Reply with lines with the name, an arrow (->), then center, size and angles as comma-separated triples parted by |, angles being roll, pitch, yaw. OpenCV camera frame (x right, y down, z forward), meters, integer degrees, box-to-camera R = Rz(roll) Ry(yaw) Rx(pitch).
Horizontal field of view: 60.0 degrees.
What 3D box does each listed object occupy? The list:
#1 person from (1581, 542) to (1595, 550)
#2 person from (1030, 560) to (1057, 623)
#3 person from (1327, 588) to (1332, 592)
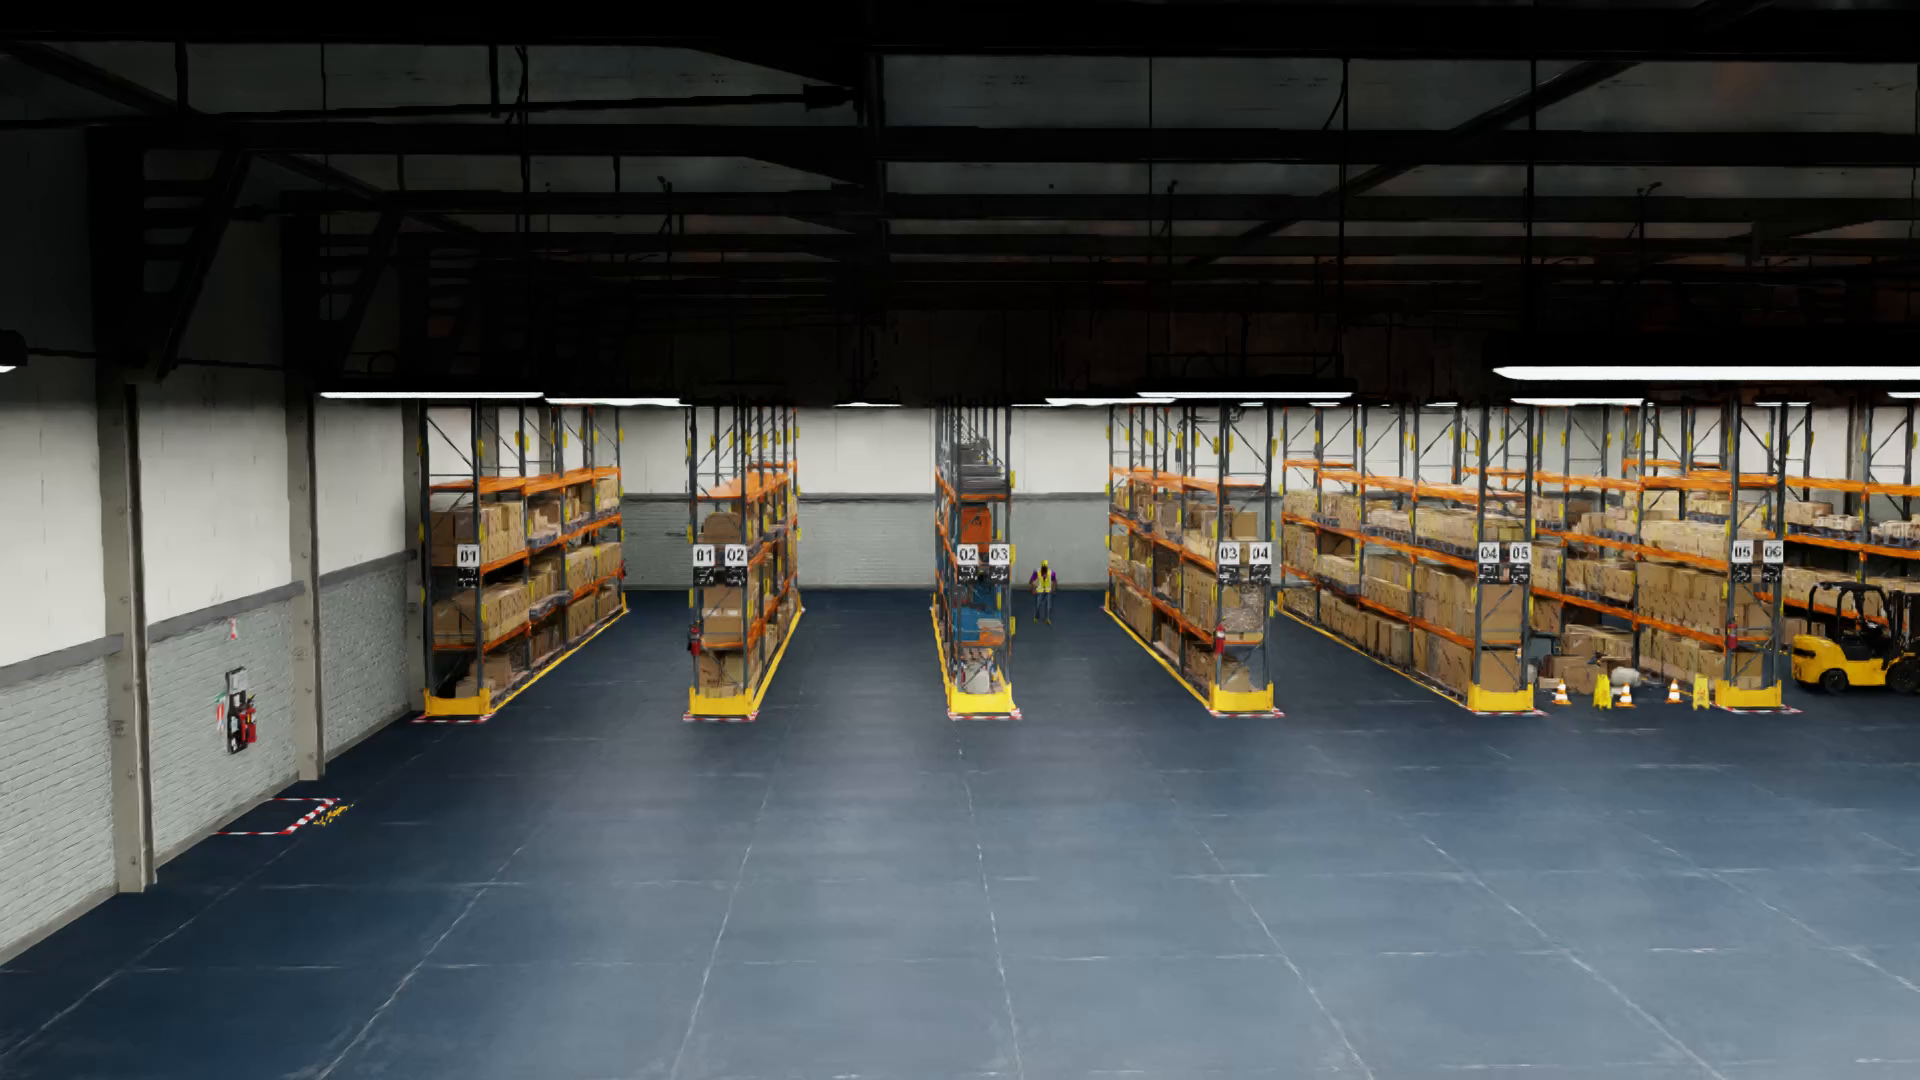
person -> 19.137, 0.850, 50.495 | 0.462, 1.780, 0.698 | -3, 5, -33
person -> 2.218, 1.376, 44.480 | 0.684, 1.714, 0.577 | 0, 5, -4
person -> 11.433, 0.867, 51.244 | 0.524, 1.666, 0.522 | 3, 6, 36
